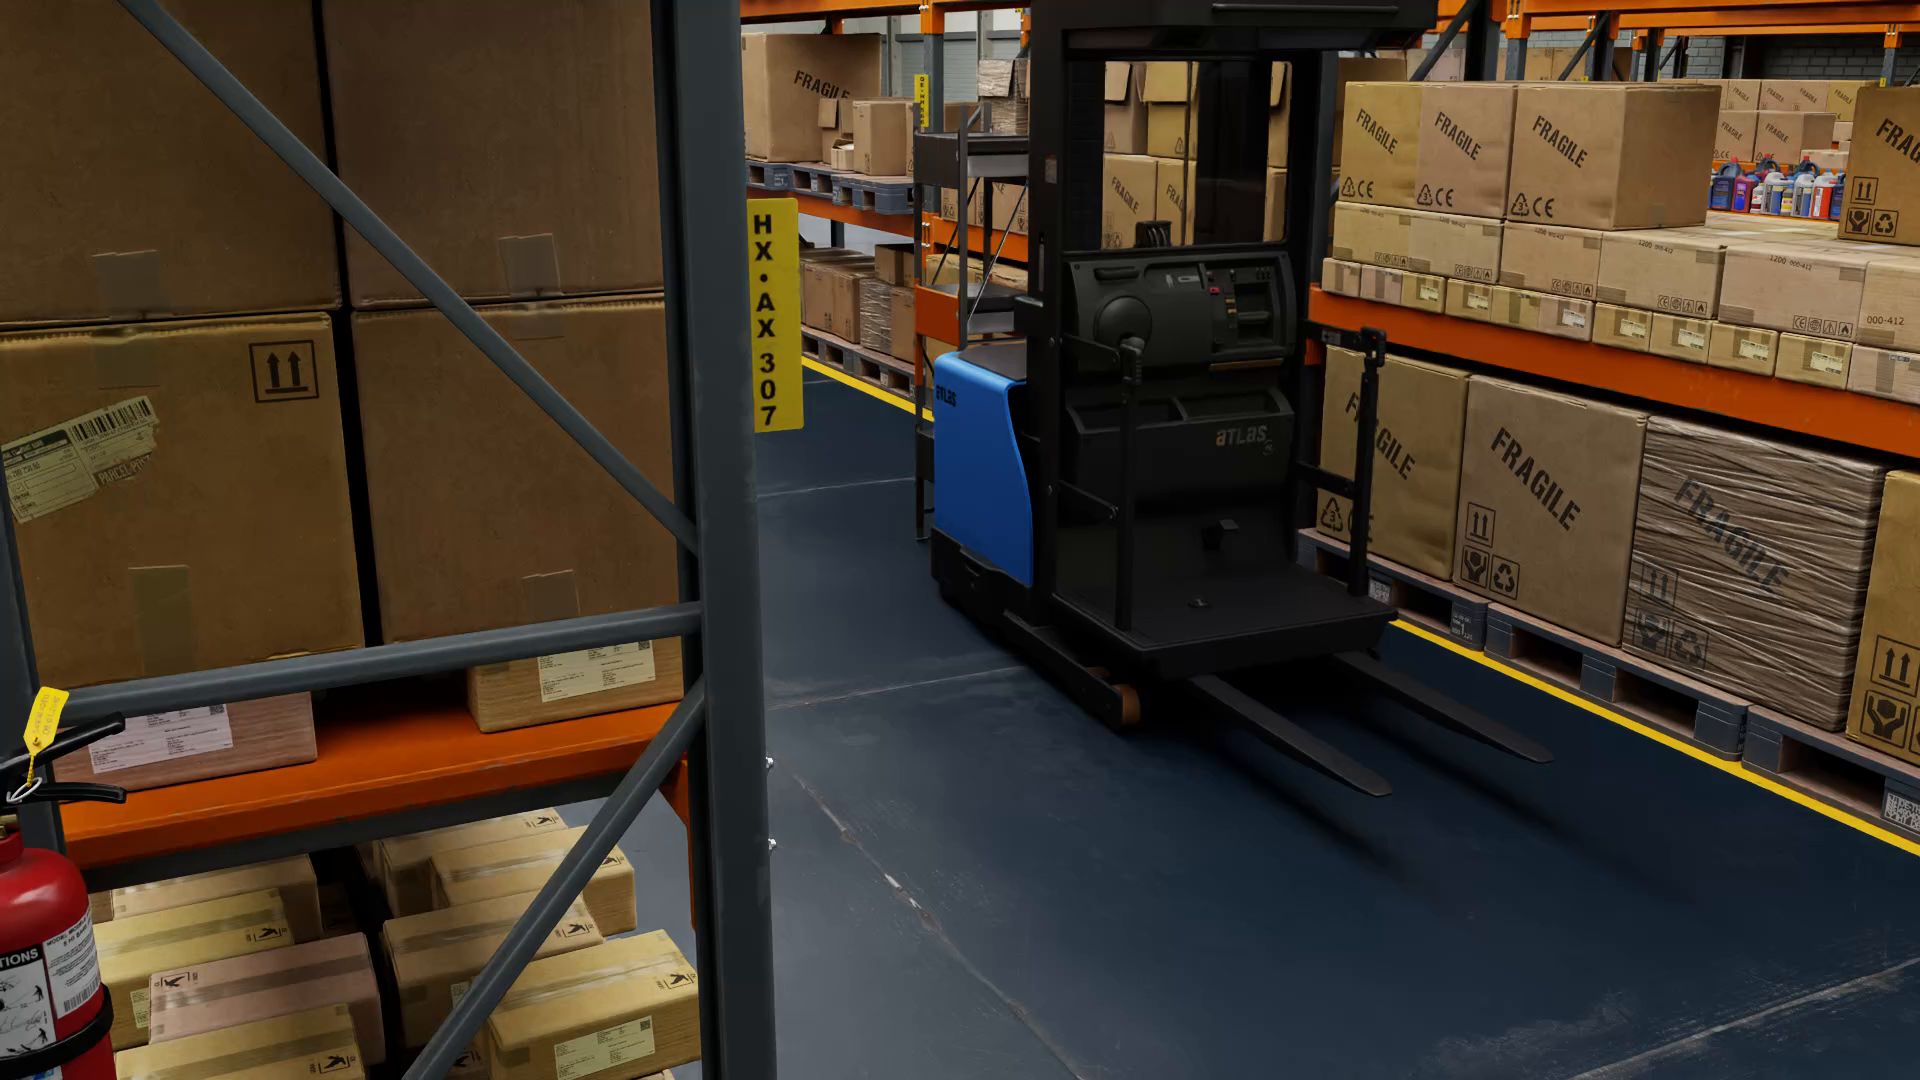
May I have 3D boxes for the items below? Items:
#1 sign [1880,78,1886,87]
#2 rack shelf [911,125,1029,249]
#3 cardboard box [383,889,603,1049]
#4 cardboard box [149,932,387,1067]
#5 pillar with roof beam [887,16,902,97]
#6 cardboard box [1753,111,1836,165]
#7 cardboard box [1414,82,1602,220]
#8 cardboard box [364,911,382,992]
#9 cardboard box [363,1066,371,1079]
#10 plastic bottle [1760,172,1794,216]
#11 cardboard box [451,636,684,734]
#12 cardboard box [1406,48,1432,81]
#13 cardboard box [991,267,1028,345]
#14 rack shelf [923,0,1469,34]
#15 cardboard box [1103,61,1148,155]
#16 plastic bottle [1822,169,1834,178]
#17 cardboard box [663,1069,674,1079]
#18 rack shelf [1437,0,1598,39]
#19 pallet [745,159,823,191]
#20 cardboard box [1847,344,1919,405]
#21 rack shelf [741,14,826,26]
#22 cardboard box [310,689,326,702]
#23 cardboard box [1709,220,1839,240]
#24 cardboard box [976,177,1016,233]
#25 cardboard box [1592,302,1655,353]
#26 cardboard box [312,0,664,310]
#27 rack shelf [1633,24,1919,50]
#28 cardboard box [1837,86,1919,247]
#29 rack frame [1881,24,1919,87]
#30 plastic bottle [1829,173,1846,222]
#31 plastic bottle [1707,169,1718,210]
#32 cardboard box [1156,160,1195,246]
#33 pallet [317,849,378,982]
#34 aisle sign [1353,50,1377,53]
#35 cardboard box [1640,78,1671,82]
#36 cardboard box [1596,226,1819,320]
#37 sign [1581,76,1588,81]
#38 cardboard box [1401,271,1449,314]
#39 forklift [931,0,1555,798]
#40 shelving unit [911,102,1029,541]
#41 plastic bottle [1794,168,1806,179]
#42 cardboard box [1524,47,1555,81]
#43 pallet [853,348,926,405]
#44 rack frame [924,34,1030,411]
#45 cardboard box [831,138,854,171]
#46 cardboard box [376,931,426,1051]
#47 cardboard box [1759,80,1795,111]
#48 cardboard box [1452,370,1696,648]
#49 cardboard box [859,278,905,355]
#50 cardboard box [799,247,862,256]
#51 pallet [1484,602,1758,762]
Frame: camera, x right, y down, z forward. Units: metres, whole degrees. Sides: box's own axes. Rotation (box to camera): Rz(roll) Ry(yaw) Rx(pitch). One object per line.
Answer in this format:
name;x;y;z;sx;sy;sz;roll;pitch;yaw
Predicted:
sign;11.361;-5.525;20.495;0.100;0.325;0.005;-8;18;-25
rack shelf;0.072;-1.628;7.629;0.431;0.518;0.480;-8;18;-25
cardboard box;-0.912;0.827;3.259;0.380;0.149;0.250;-7;18;-24
cardboard box;-1.277;0.882;3.067;0.380;0.149;0.250;-7;18;-24
pillar with roof beam;-5.836;-15.901;47.346;9.100;9.000;0.400;-8;18;-25
cardboard box;8.396;-4.047;16.733;0.500;0.500;0.500;-9;18;-28
cardboard box;2.181;-1.555;6.605;0.500;0.500;0.500;-8;18;-25
cardboard box;-1.215;0.925;3.995;0.380;0.149;0.250;-8;18;-25
cardboard box;-1.313;1.027;3.101;0.380;0.149;0.250;-8;18;-26
plastic bottle;5.439;-2.301;11.055;0.152;0.276;0.135;-8;18;-25
cardboard box;-0.606;0.170;2.675;0.380;0.149;0.250;-8;18;-25
cardboard box;6.093;-5.980;21.117;0.700;0.500;0.500;-8;18;-26
cardboard box;0.907;-1.173;9.992;1.225;0.875;0.875;-8;18;-25
rack shelf;1.116;-2.989;9.093;1.077;0.370;4.000;-8;18;-25
cardboard box;1.128;-2.408;9.204;0.797;0.503;0.637;-7;17;-23
plastic bottle;6.008;-2.437;11.540;0.097;0.271;0.097;0;16;0
cardboard box;-0.701;1.169;3.145;0.380;0.149;0.250;-7;18;-24
rack shelf;3.816;-4.579;14.635;1.077;0.370;4.000;-8;18;-25
pallet;-1.309;-3.081;13.897;1.003;0.211;1.213;-8;18;-25
cardboard box;2.959;-0.521;5.085;0.380;0.149;0.250;-7;18;-24
rack shelf;-2.389;-4.972;16.006;1.077;0.370;4.000;-8;18;-25
cardboard box;-1.231;0.177;2.650;0.380;0.149;0.250;-8;18;-25
cardboard box;3.093;-1.009;6.062;0.500;0.250;0.500;-8;18;-26
cardboard box;0.436;-2.156;10.143;0.500;0.500;0.500;-8;18;-26
cardboard box;2.507;-0.776;5.972;0.380;0.149;0.250;-8;18;-26
cardboard box;-0.717;-0.646;2.529;0.500;0.500;0.500;-8;18;-25
rack shelf;10.969;-6.768;22.263;1.077;0.370;4.000;-8;18;-25
cardboard box;3.325;-1.239;5.505;0.500;0.500;0.500;-8;18;-26
rack frame;11.845;-5.176;20.849;1.000;3.000;0.127;-8;18;-25
plastic bottle;5.666;-2.206;10.588;0.144;0.351;0.185;-8;18;-25
plastic bottle;5.198;-2.437;11.530;0.152;0.276;0.135;-8;18;-25
cardboard box;1.331;-1.651;8.385;0.500;0.500;0.500;-7;17;-23
pallet;-1.647;0.983;4.442;1.003;0.211;1.213;-8;18;-25
aisle sign;5.337;-6.797;21.786;0.394;0.787;0.004;-8;18;-25
cardboard box;10.032;-6.311;23.681;0.500;0.500;0.500;-8;18;-25
cardboard box;2.617;-0.944;5.836;0.500;0.250;0.500;-8;18;-25
sign;6.896;-4.963;18.395;0.100;0.325;0.005;-8;18;-25
cardboard box;2.053;-1.032;6.864;0.380;0.149;0.250;-7;17;-23
forklift;0.920;-0.868;5.963;1.130;2.935;3.031;-7;17;-22
shelving unit;0.073;-0.968;7.818;0.431;2.100;0.503;-8;18;-25
plastic bottle;5.835;-2.444;11.563;0.097;0.271;0.097;0;16;0
cardboard box;6.971;-5.483;19.384;0.700;0.500;0.500;-8;18;-25
pallet;-0.102;-1.242;12.196;1.003;0.211;1.213;-8;18;-25
rack frame;0.239;-2.388;11.136;1.000;3.000;0.127;-8;18;-25
cardboard box;-0.734;-2.907;12.423;0.396;0.266;0.258;-8;18;-26
cardboard box;-1.014;0.909;3.512;0.380;0.149;0.250;-7;18;-24
cardboard box;10.925;-5.803;21.911;0.500;0.500;0.500;-8;18;-26
cardboard box;2.603;-0.181;6.533;0.875;0.875;0.875;-8;18;-25
cardboard box;-0.327;-1.698;12.464;0.700;0.500;0.500;-9;18;-29
cardboard box;-1.263;-2.235;14.336;0.700;0.500;0.500;-9;18;-29
pallet;2.793;0.445;6.319;1.003;0.211;1.213;-8;18;-25
